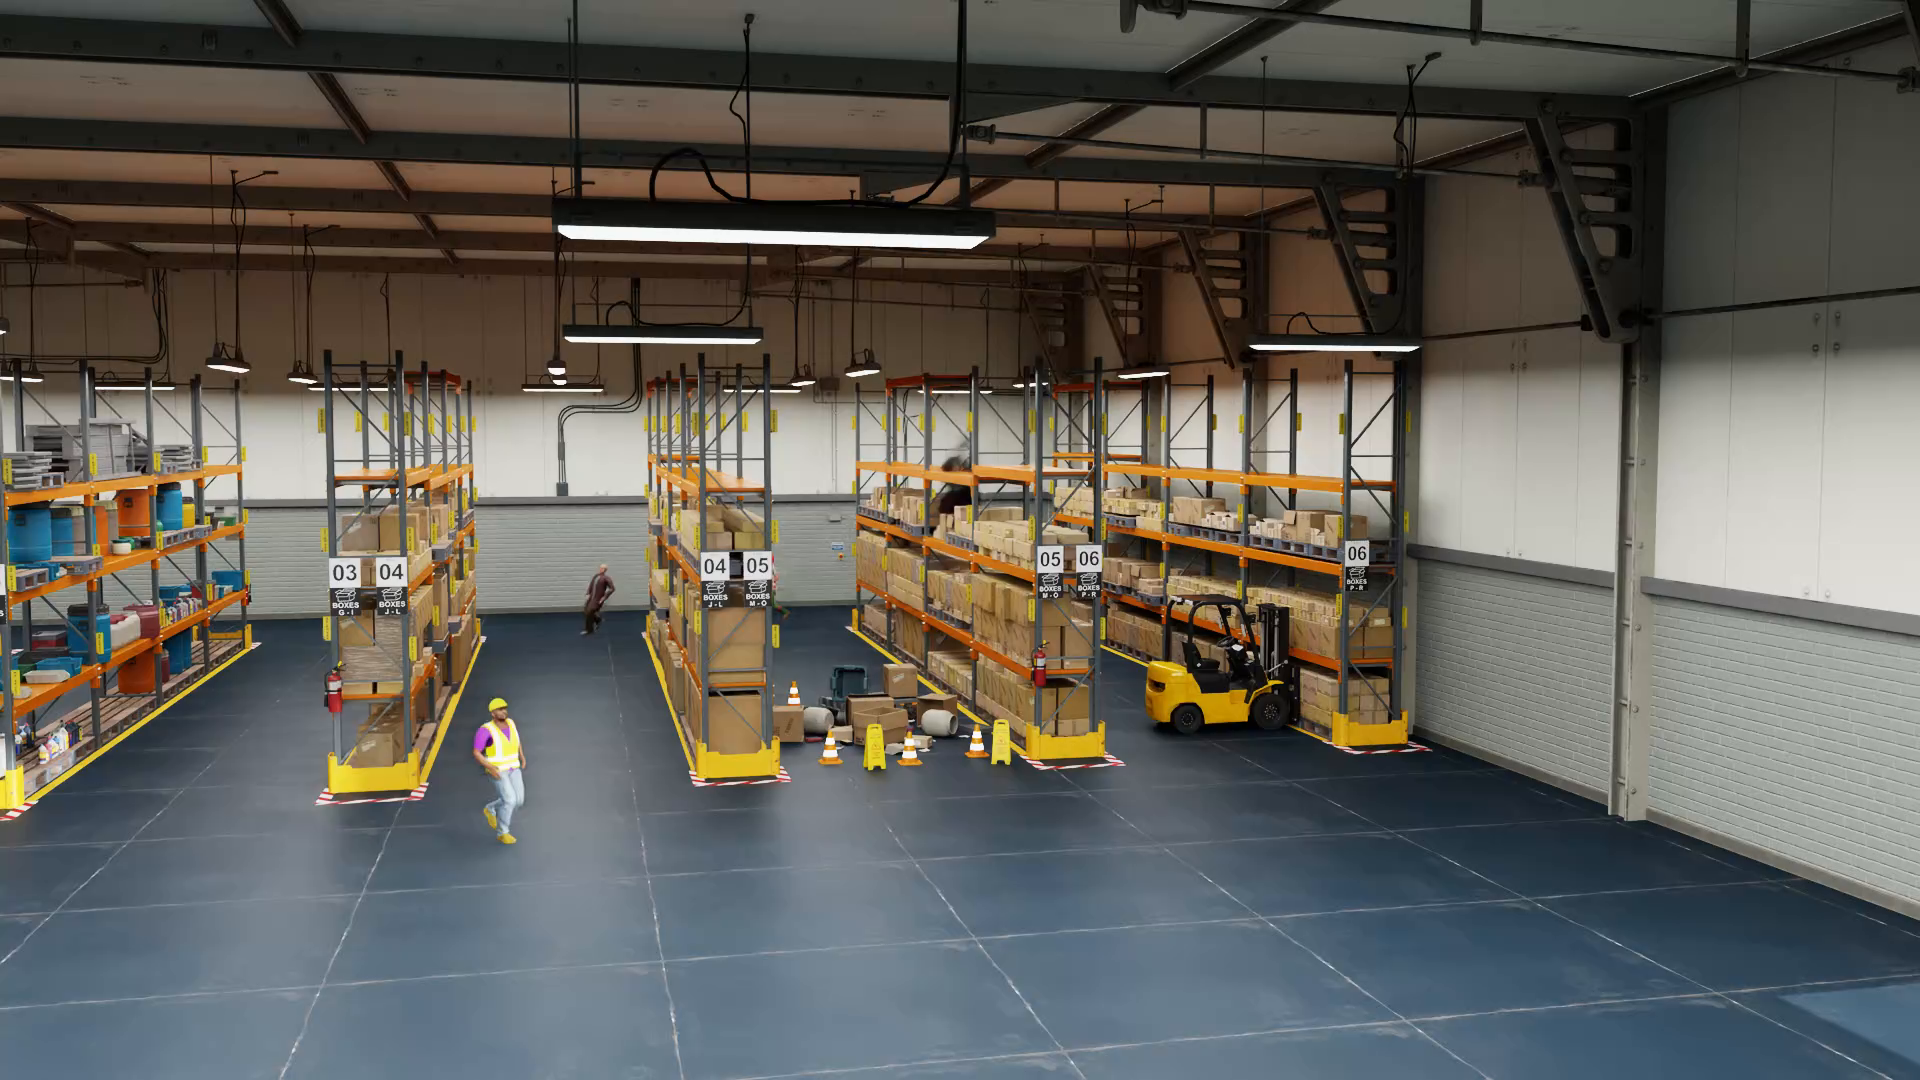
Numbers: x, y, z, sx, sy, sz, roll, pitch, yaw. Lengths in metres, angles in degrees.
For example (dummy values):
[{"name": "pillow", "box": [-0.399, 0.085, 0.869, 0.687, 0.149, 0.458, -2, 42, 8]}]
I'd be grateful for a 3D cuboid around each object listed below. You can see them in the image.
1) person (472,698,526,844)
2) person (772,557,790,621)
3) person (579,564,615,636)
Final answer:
[{"name": "person", "box": [-5.543, 2.755, 19.997, 0.561, 1.732, 0.693, 3, 5, 32]}, {"name": "person", "box": [-4.655, 1.257, 41.142, 0.951, 1.787, 0.668, -1, 4, -12]}, {"name": "person", "box": [-8.600, 1.416, 39.341, 0.778, 1.687, 0.708, 4, 6, 44]}]
